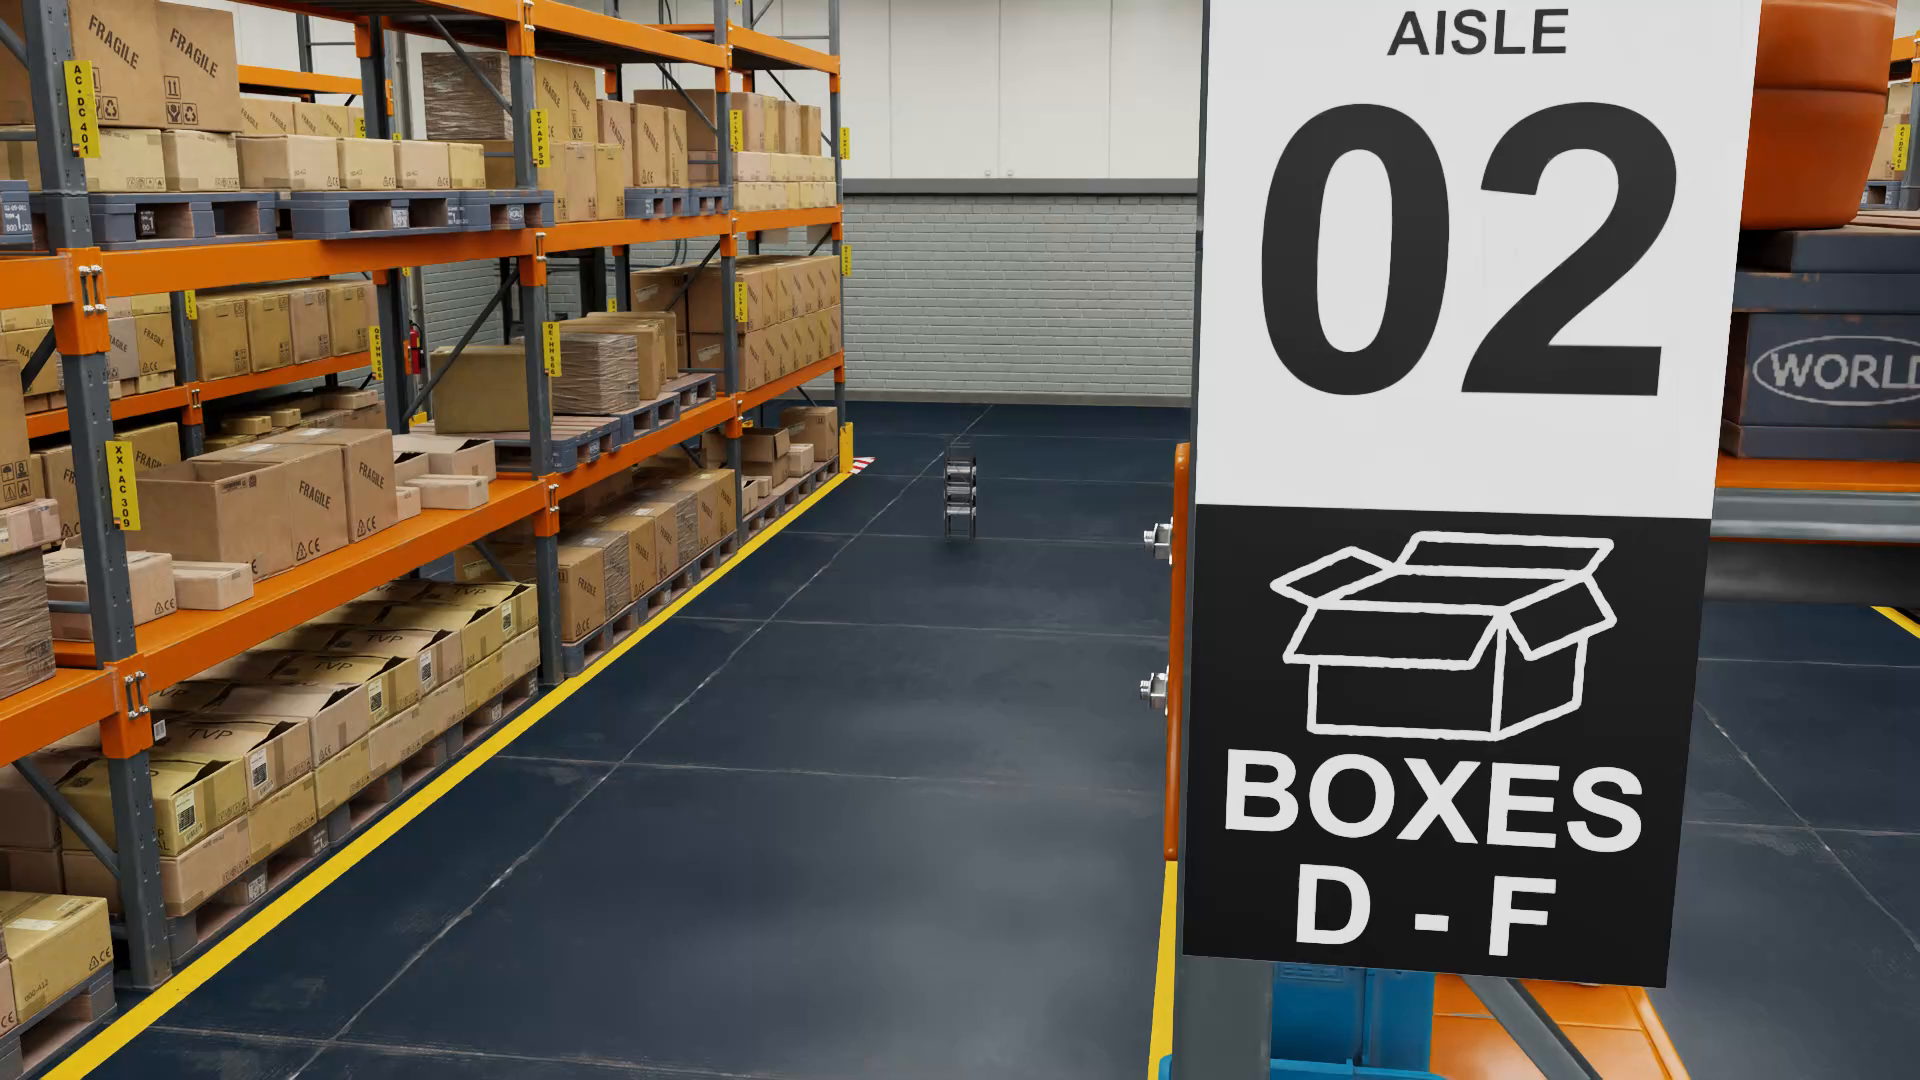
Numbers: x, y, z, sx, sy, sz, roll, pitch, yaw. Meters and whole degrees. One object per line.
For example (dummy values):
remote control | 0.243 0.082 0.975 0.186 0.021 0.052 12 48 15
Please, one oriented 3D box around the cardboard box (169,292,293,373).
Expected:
cardboard box | -7.037 -1.988 15.886 0.980 0.700 0.700 2 12 7

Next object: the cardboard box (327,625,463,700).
cardboard box | -2.966 0.610 8.740 0.500 0.311 0.500 2 12 8

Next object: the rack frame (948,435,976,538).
rack frame | 0.017 -0.463 14.505 0.240 0.900 0.006 2 12 9

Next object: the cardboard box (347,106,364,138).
cardboard box | -6.482 -4.262 17.373 0.500 0.500 0.500 2 12 8

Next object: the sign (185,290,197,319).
sign | -6.717 -2.089 14.506 0.100 0.325 0.005 2 12 9

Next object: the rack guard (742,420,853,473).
rack guard | -1.756 -1.012 18.004 1.175 0.500 0.348 2 12 9

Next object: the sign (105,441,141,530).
sign | -3.041 -0.196 6.041 0.100 0.325 0.005 2 12 9

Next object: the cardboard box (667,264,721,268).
cardboard box | -2.383 -2.280 15.344 0.500 0.500 0.500 2 12 9

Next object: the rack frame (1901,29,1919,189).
rack frame | 7.429 -4.028 11.825 1.000 3.000 0.127 2 12 9

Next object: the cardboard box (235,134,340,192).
cardboard box | -3.235 -1.746 7.716 0.500 0.250 0.500 1 12 4

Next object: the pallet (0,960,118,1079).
pallet | -3.753 1.775 5.755 1.003 0.211 1.213 2 12 9

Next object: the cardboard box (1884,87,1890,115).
cardboard box | 7.723 -3.644 13.911 0.500 0.250 0.500 1 12 7

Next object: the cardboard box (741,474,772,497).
cardboard box | -1.958 -0.508 15.412 0.380 0.166 0.250 2 12 9

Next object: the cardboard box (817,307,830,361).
cardboard box | -1.620 -2.089 16.828 0.500 0.500 0.500 2 12 9

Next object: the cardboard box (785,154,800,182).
cardboard box | -1.799 -3.460 15.477 0.500 0.250 0.500 2 12 9

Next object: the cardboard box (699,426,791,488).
cardboard box | -2.075 -0.803 15.982 0.797 0.503 0.637 2 12 9

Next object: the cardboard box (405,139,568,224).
cardboard box | -2.941 -2.192 10.187 0.910 0.500 0.500 2 12 9

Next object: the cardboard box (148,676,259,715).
cardboard box | -3.658 0.807 7.829 0.500 0.311 0.500 2 12 8

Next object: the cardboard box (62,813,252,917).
cardboard box | -3.283 1.311 6.821 0.500 0.250 0.500 2 12 7

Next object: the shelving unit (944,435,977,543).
shelving unit | 0.001 -0.442 14.406 0.258 0.900 0.210 2 12 9

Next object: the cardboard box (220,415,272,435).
cardboard box | -6.805 -1.095 15.853 0.380 0.149 0.250 2 12 11

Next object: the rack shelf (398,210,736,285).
rack shelf | -2.667 -2.116 11.778 1.077 0.370 4.000 2 12 9

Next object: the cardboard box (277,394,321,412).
cardboard box | -6.943 -1.436 17.434 0.380 0.149 0.250 2 12 9

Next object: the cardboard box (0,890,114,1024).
cardboard box | -3.445 1.490 5.988 0.500 0.250 0.500 2 12 9

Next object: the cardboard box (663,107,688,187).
cardboard box | -2.510 -3.084 13.094 0.600 0.600 0.600 1 12 3

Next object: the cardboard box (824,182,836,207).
cardboard box | -1.563 -3.528 16.978 0.500 0.250 0.500 2 12 9

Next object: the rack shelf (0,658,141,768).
rack shelf | -3.897 1.016 4.367 1.077 0.370 4.000 2 12 9

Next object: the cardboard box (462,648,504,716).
cardboard box | -2.890 0.779 9.289 0.500 0.250 0.500 2 12 8

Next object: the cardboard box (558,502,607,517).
cardboard box | -2.908 0.003 12.250 0.500 0.500 0.500 1 12 7

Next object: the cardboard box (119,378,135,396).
cardboard box | -7.127 -1.279 13.856 0.380 0.149 0.250 2 12 10

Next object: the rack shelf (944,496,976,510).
rack shelf | 0.001 -0.321 14.432 0.258 0.077 0.200 2 12 9

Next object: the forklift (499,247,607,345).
forklift | -4.312 -2.077 17.174 1.130 2.935 3.031 3 12 12

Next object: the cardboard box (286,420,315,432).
cardboard box | -6.877 -0.924 16.598 0.700 0.500 0.500 2 12 10

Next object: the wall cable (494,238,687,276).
wall cable | -5.416 -4.990 23.660 3.097 2.526 0.112 2 12 9

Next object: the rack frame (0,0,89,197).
rack frame | -3.590 -2.685 5.591 1.000 3.000 0.127 2 12 9

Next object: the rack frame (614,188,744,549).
rack frame | -2.359 -1.417 13.950 1.000 3.000 0.127 2 12 9

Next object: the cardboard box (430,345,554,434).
cardboard box | -2.989 -0.974 10.657 0.700 0.500 0.500 -2 12 -10

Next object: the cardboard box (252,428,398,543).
cardboard box | -3.216 -0.284 8.453 0.500 0.500 0.500 1 12 6

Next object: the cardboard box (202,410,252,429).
cardboard box | -7.138 -1.171 16.203 0.380 0.149 0.250 1 12 7

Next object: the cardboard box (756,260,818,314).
cardboard box | -1.693 -2.473 16.237 0.500 0.500 0.500 2 12 10

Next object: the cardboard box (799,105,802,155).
cardboard box | -1.967 -4.045 16.413 0.700 0.500 0.500 2 12 9

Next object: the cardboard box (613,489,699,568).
cardboard box | -2.314 -0.092 12.687 0.500 0.500 0.500 2 12 9

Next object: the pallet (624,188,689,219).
pallet | -2.685 -2.442 12.032 1.213 0.211 1.003 2 12 9

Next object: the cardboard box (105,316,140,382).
cardboard box | -7.145 -1.570 13.669 0.500 0.500 0.500 2 12 9

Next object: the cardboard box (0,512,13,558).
cardboard box | -3.460 -0.003 5.611 0.380 0.149 0.250 2 12 7

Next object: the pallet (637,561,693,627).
pallet | -2.632 0.371 12.271 1.003 0.211 1.213 2 12 9

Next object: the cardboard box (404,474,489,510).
cardboard box | -2.840 -0.266 9.203 0.380 0.149 0.250 2 12 9

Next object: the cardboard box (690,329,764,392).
cardboard box | -2.012 -1.564 14.391 0.500 0.500 0.500 2 12 10

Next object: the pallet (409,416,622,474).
pallet | -2.940 -0.634 10.772 1.213 0.211 1.003 2 12 9

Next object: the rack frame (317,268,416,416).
rack frame | -6.639 -2.410 18.555 1.000 3.000 0.127 2 12 9

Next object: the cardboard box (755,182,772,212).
cardboard box | -1.959 -3.008 14.565 0.500 0.250 0.500 2 12 9

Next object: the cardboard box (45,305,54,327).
cardboard box | -7.240 -1.830 13.094 0.500 0.250 0.500 2 12 10

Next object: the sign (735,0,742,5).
sign | -2.280 -5.696 17.157 0.100 0.325 0.005 2 12 9

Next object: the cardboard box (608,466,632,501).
cardboard box | -2.828 -0.476 12.692 0.500 0.250 0.500 2 12 9

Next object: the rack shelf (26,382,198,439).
rack shelf | -7.562 -0.809 12.835 1.077 0.370 4.000 2 12 9

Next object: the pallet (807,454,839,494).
pallet | -1.877 -0.705 17.264 1.003 0.211 1.213 2 12 9
